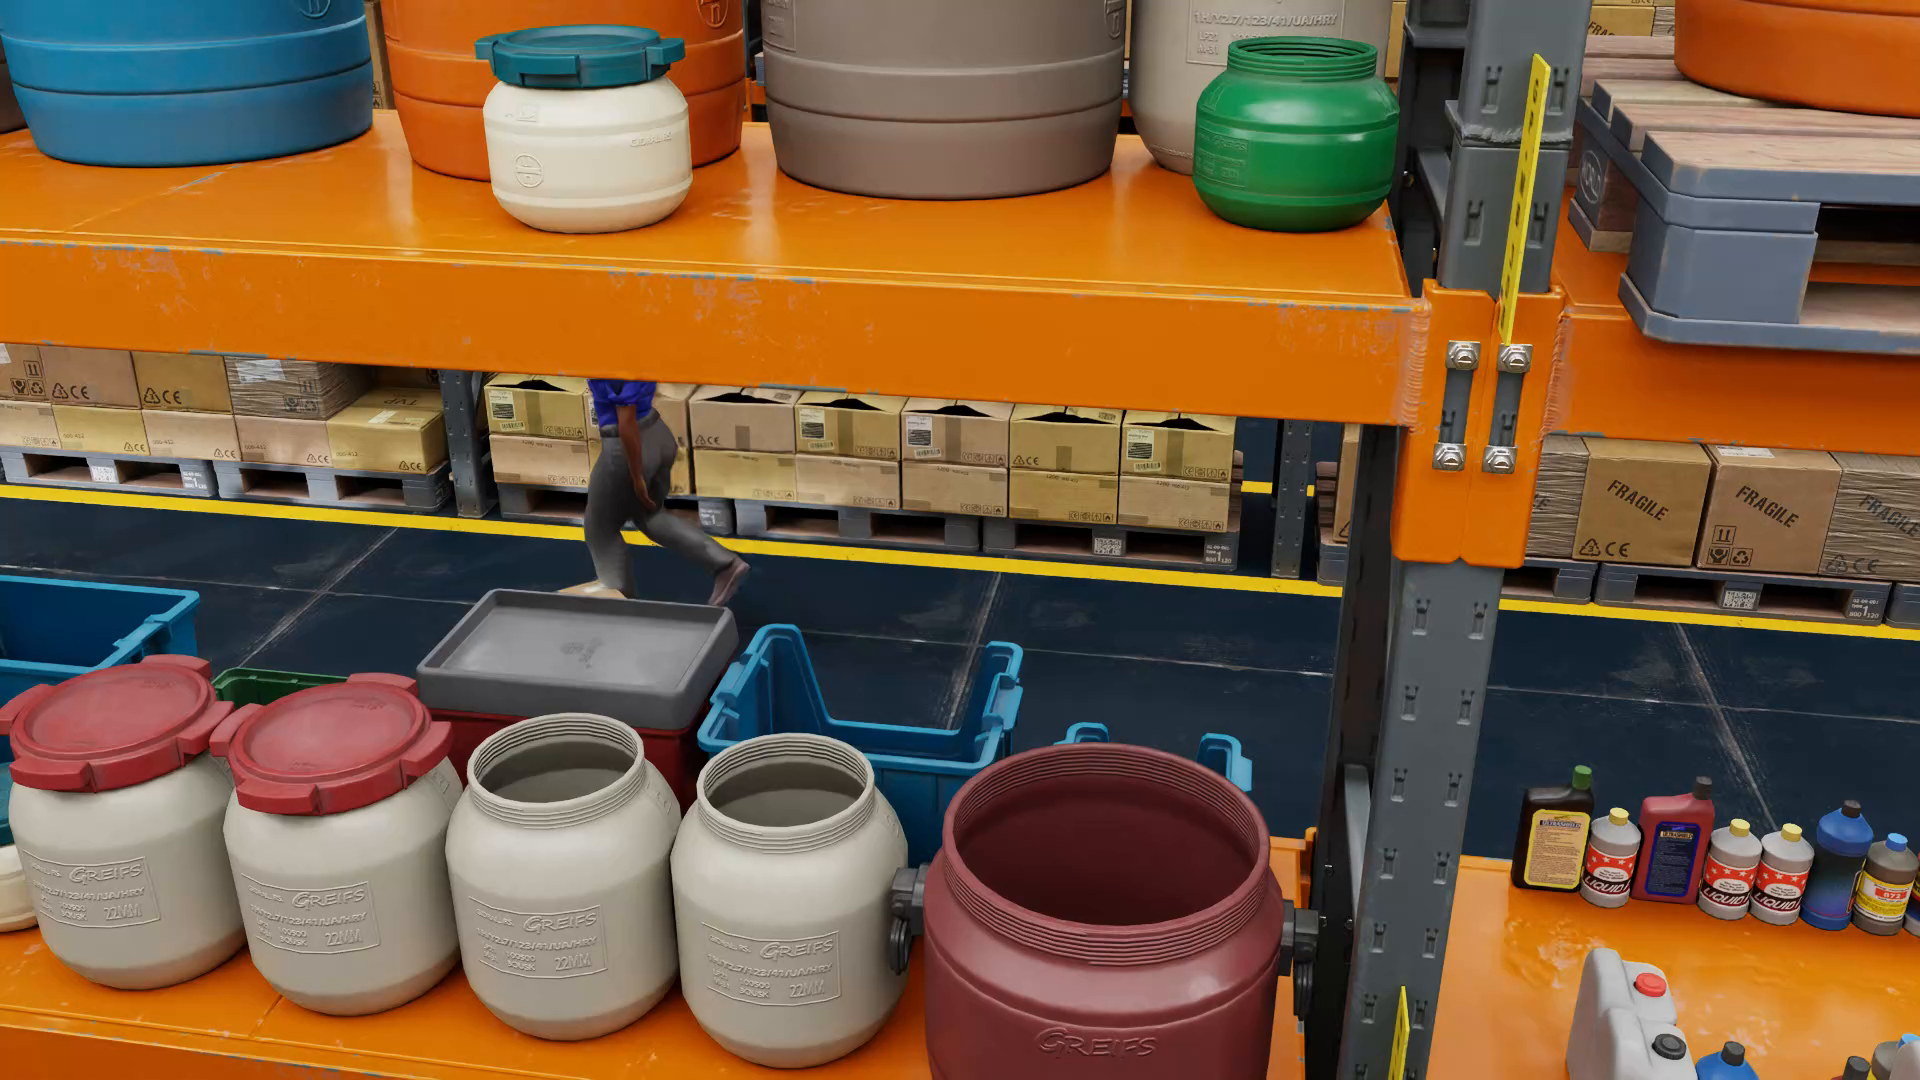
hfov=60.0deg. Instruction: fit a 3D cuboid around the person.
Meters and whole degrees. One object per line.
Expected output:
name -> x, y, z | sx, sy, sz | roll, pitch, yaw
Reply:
person -> -1.290, -0.362, 6.853 | 0.760, 1.627, 0.461 | 5, 26, 11
